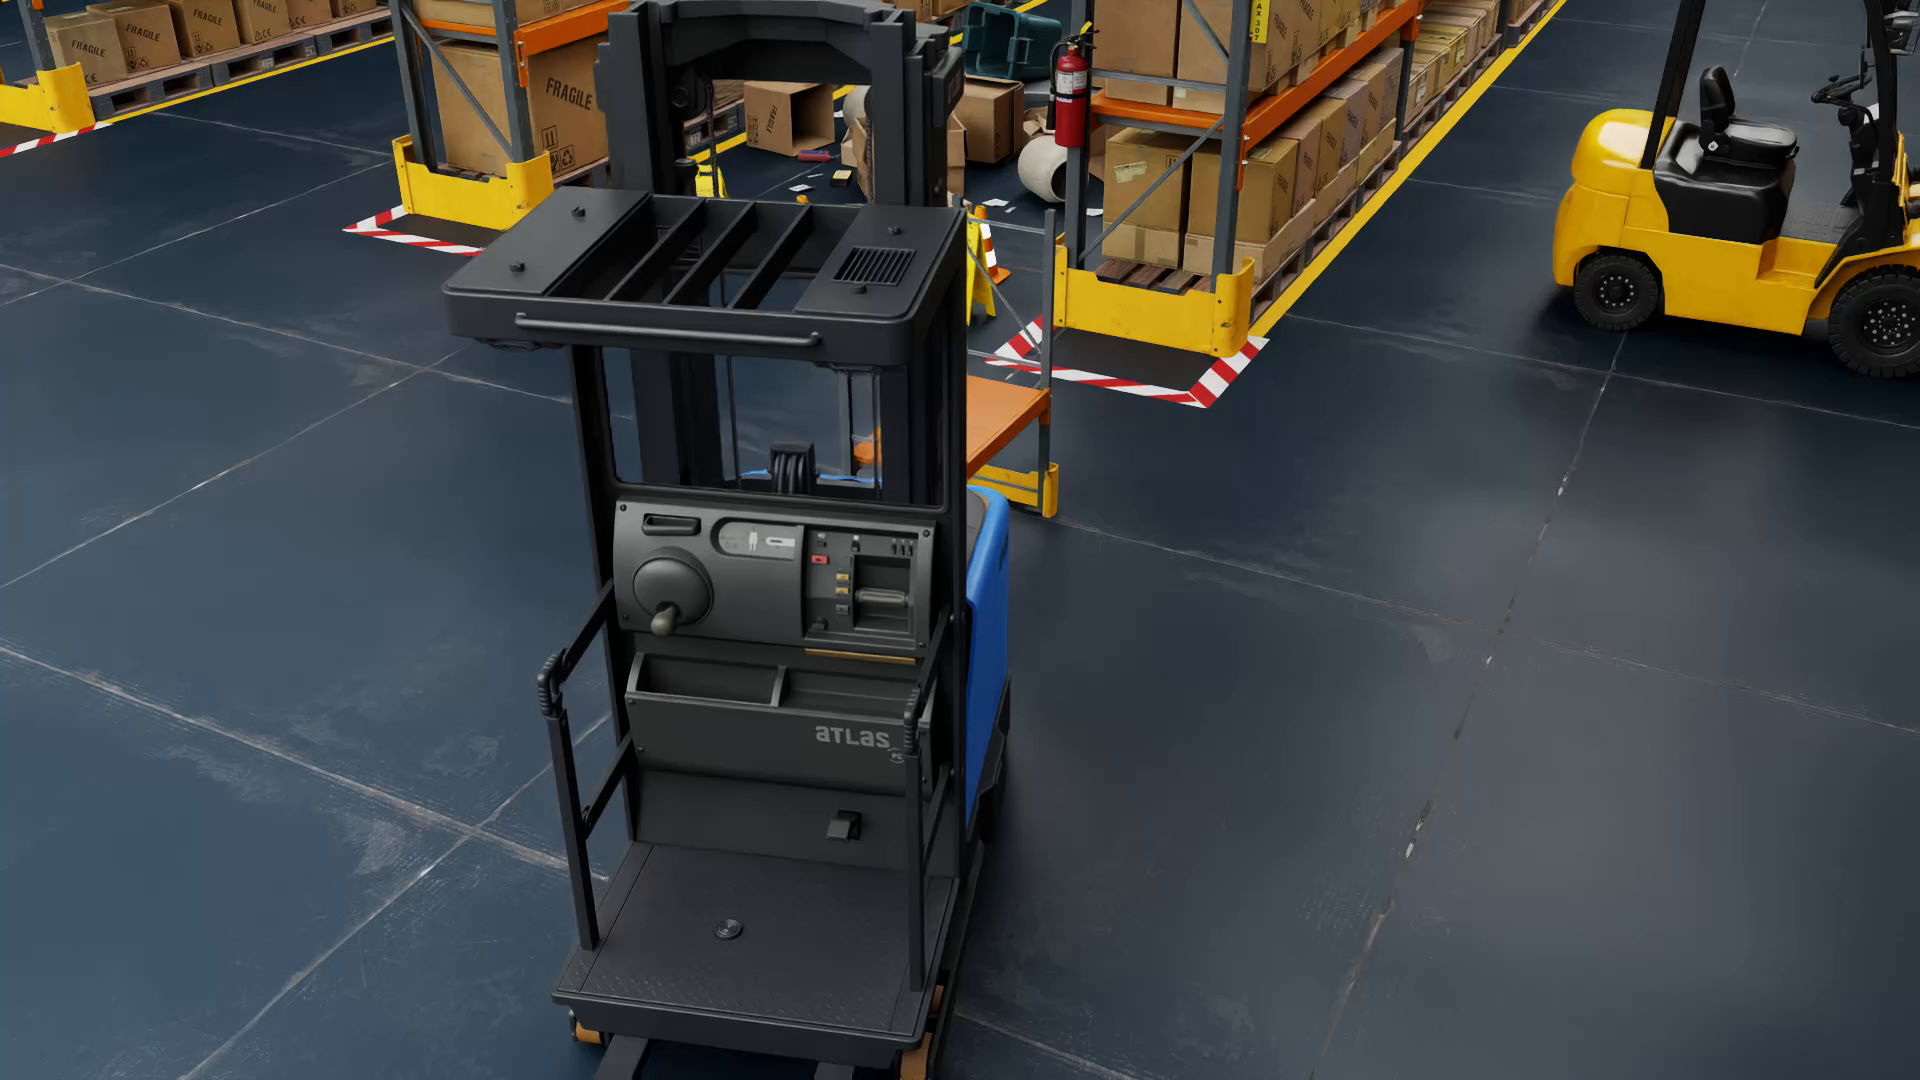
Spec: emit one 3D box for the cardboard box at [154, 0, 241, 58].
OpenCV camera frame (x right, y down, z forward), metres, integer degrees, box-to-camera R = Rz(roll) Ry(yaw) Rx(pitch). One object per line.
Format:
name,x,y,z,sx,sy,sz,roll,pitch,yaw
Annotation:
cardboard box,-6.897,-4.679,14.974,0.500,0.500,0.500,18,34,28

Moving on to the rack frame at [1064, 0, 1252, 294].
rack frame,1.082,-2.513,9.115,1.000,3.000,0.127,14,33,23

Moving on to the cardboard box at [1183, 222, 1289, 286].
cardboard box,1.695,-1.798,10.208,0.500,0.250,0.500,14,33,23

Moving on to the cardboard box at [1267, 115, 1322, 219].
cardboard box,1.940,-2.367,10.445,0.500,0.500,0.500,13,32,21

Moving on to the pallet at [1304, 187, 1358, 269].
pallet,2.075,-2.229,11.419,1.003,0.211,1.213,14,33,23

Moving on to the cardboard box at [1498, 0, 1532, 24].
cardboard box,5.115,-5.608,16.215,0.875,0.875,0.875,14,33,23

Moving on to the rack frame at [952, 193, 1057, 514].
rack frame,0.193,-0.838,7.703,0.500,1.500,0.032,14,33,23

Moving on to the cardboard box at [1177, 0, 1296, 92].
cardboard box,1.544,-2.833,9.272,0.500,0.500,0.500,14,33,23

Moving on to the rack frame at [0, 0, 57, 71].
rack frame,-7.740,-4.762,13.030,1.000,3.000,0.127,14,33,23

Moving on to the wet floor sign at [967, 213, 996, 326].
wet floor sign,0.042,-1.651,9.977,0.232,0.644,0.267,-25,38,-36

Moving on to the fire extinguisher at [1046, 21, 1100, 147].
fire extinguisher,0.619,-2.534,9.228,0.296,0.674,0.183,14,33,23

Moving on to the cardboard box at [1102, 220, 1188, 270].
cardboard box,1.221,-1.933,10.444,0.500,0.250,0.500,14,33,23

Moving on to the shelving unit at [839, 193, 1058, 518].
shelving unit,-0.035,-0.617,7.318,0.587,1.500,1.083,14,33,23

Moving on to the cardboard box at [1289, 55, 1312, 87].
cardboard box,1.873,-2.825,9.909,0.380,0.149,0.250,15,33,24

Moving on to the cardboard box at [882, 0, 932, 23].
cardboard box,-0.903,-5.294,15.794,1.050,0.750,0.750,14,33,23

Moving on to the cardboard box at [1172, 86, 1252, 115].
cardboard box,1.421,-2.508,9.358,0.380,0.149,0.250,14,33,23

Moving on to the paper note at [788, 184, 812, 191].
paper note,-1.164,-2.595,12.240,0.142,0.017,0.144,-25,38,-36

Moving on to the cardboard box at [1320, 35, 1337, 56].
cardboard box,2.174,-3.188,10.541,0.380,0.149,0.250,13,32,22

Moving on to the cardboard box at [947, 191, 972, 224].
cardboard box,-0.120,-2.316,11.634,0.250,0.149,0.380,-18,34,-28

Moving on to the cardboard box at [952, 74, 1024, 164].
cardboard box,0.047,-3.259,12.784,0.797,0.637,0.503,14,33,23

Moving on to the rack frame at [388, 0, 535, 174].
rack frame,-3.371,-3.592,10.992,1.000,3.000,0.127,14,33,23

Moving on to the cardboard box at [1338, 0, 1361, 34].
cardboard box,2.233,-3.517,10.462,0.500,0.500,0.500,14,33,22

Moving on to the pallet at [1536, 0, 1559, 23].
pallet,5.709,-5.722,17.502,1.003,0.211,1.213,14,33,23

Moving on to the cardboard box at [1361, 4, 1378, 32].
cardboard box,2.569,-3.515,11.111,0.380,0.149,0.250,14,33,23

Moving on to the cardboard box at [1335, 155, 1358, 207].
cardboard box,2.404,-2.491,11.414,0.500,0.250,0.500,15,33,24

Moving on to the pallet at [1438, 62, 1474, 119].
pallet,3.812,-3.966,14.444,1.003,0.211,1.213,14,33,23

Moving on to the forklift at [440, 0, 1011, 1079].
forklift,-0.566,0.152,4.541,1.130,2.935,3.031,5,30,8

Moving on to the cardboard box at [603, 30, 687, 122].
cardboard box,-2.722,-3.558,12.646,0.875,0.875,0.875,14,33,23

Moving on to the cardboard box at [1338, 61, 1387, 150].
cardboard box,2.643,-3.053,11.640,0.500,0.500,0.500,15,33,24

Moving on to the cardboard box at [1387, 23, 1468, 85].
cardboard box,3.780,-4.190,14.252,0.950,0.372,0.625,15,33,25

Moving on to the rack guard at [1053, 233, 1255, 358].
rack guard,1.116,-1.463,9.796,1.175,0.500,0.348,14,33,23

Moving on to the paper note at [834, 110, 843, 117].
paper note,-1.049,-3.574,13.942,0.147,0.020,0.142,-7,31,-11

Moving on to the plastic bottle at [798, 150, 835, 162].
plastic bottle,-1.102,-2.969,12.860,0.283,0.061,0.133,4,30,6

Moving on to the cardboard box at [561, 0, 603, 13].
cardboard box,-3.011,-4.080,11.692,0.875,0.550,0.550,14,33,23

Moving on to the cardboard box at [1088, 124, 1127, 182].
cardboard box,1.204,-3.037,12.535,0.500,0.500,0.500,-12,32,-20

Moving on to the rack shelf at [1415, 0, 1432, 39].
rack shelf,3.815,-4.861,13.926,1.077,0.370,4.000,14,33,23

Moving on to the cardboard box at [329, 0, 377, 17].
cardboard box,-6.136,-5.465,16.342,0.500,0.500,0.500,13,32,22

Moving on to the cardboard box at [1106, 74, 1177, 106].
cardboard box,1.062,-2.619,9.550,0.380,0.149,0.250,15,33,25

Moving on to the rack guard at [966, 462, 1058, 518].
rack guard,0.192,-0.295,8.013,0.587,0.250,0.087,14,33,23

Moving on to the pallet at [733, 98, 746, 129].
pallet,-1.965,-3.836,14.218,1.003,0.211,1.213,14,33,23

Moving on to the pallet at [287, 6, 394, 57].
pallet,-6.193,-5.020,16.279,1.003,0.211,1.213,14,33,23
